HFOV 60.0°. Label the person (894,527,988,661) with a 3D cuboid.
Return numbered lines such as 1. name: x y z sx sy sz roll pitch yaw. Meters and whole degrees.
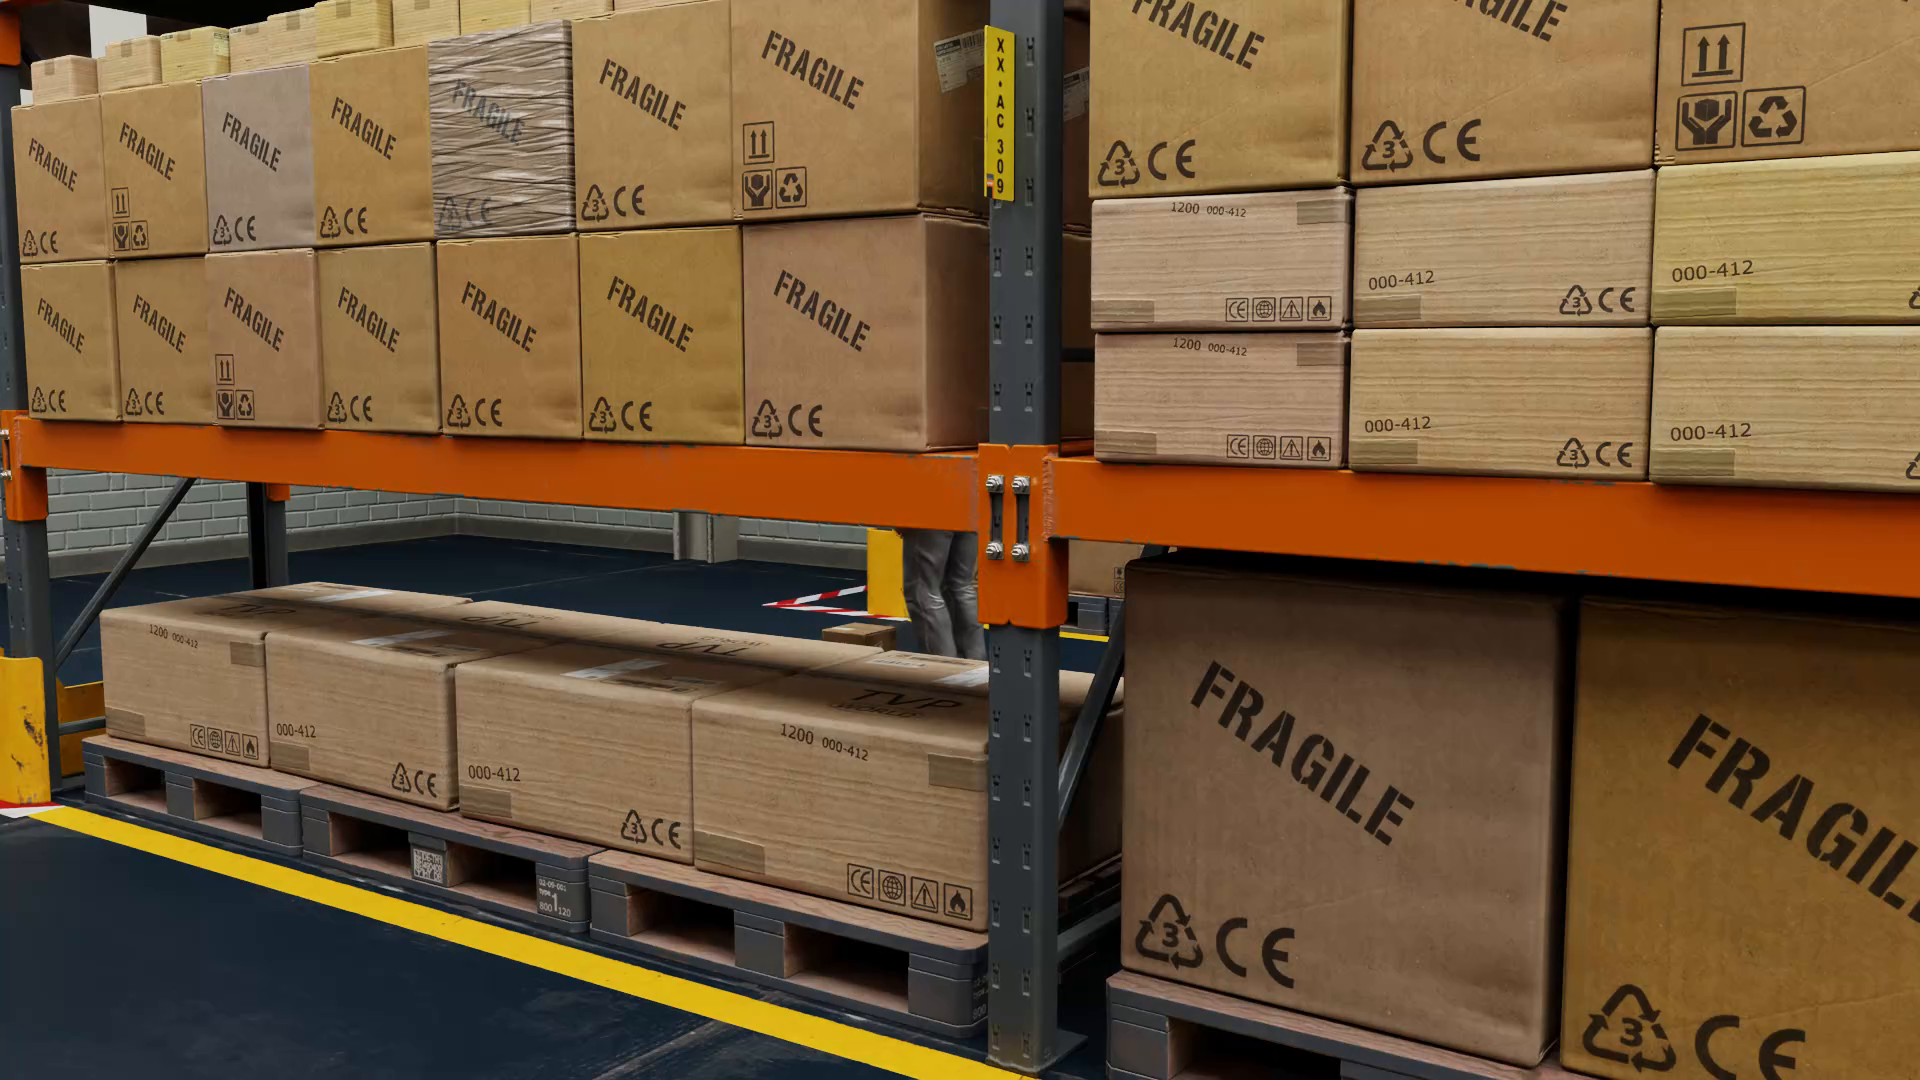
1. person: -0.078 -0.182 7.374 0.360 1.762 0.535 4 8 35
